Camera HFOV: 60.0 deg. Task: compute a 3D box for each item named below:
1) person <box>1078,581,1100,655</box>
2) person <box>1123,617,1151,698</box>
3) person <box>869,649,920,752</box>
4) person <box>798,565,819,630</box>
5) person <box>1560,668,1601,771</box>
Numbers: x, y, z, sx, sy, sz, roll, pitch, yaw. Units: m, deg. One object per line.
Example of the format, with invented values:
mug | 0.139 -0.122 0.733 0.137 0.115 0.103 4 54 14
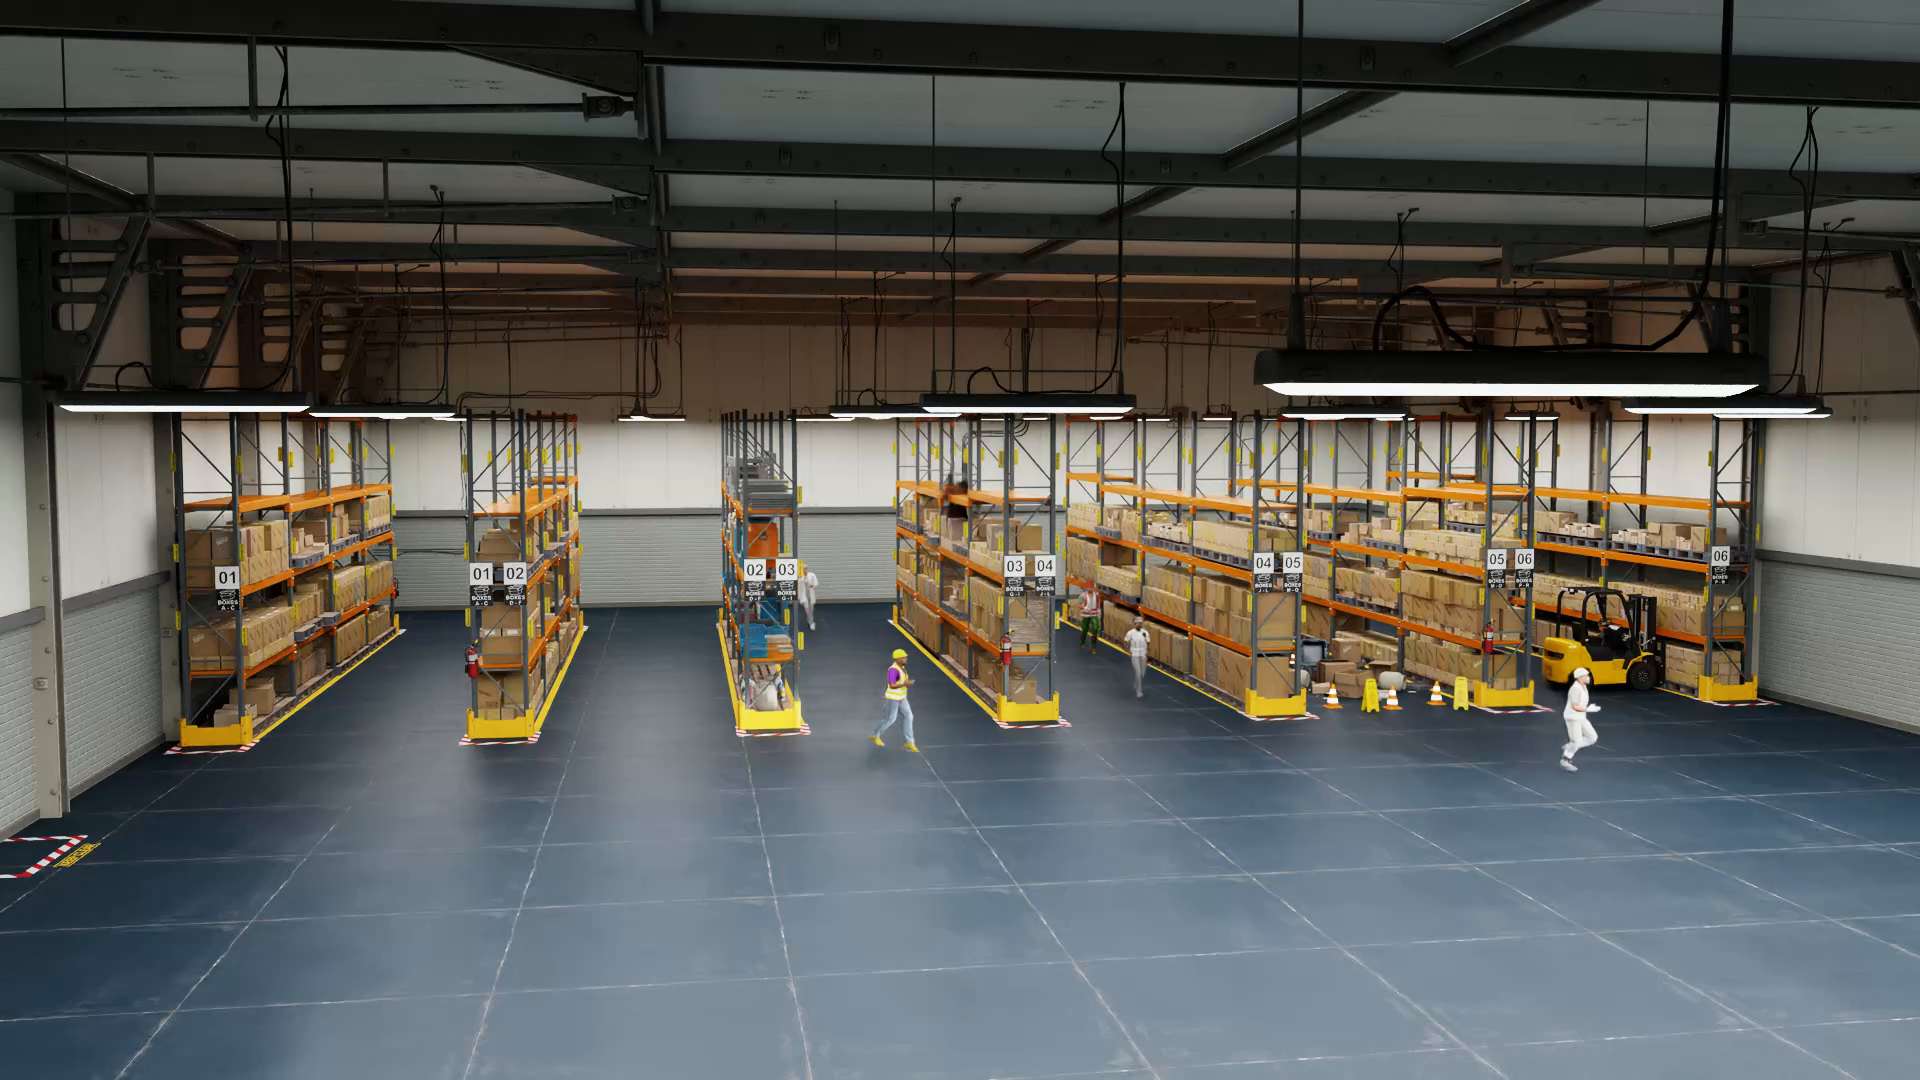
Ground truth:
person | 3.222 1.935 41.581 0.608 1.833 0.855 -1 4 -9
person | 3.752 2.444 35.137 0.590 1.683 0.720 -1 4 -11
person | -1.162 2.820 29.131 0.925 1.826 0.693 2 4 22
person | -4.320 1.619 46.556 0.736 1.711 1.004 -1 4 -17
person | 10.191 2.946 27.286 0.657 1.728 0.707 3 5 37
